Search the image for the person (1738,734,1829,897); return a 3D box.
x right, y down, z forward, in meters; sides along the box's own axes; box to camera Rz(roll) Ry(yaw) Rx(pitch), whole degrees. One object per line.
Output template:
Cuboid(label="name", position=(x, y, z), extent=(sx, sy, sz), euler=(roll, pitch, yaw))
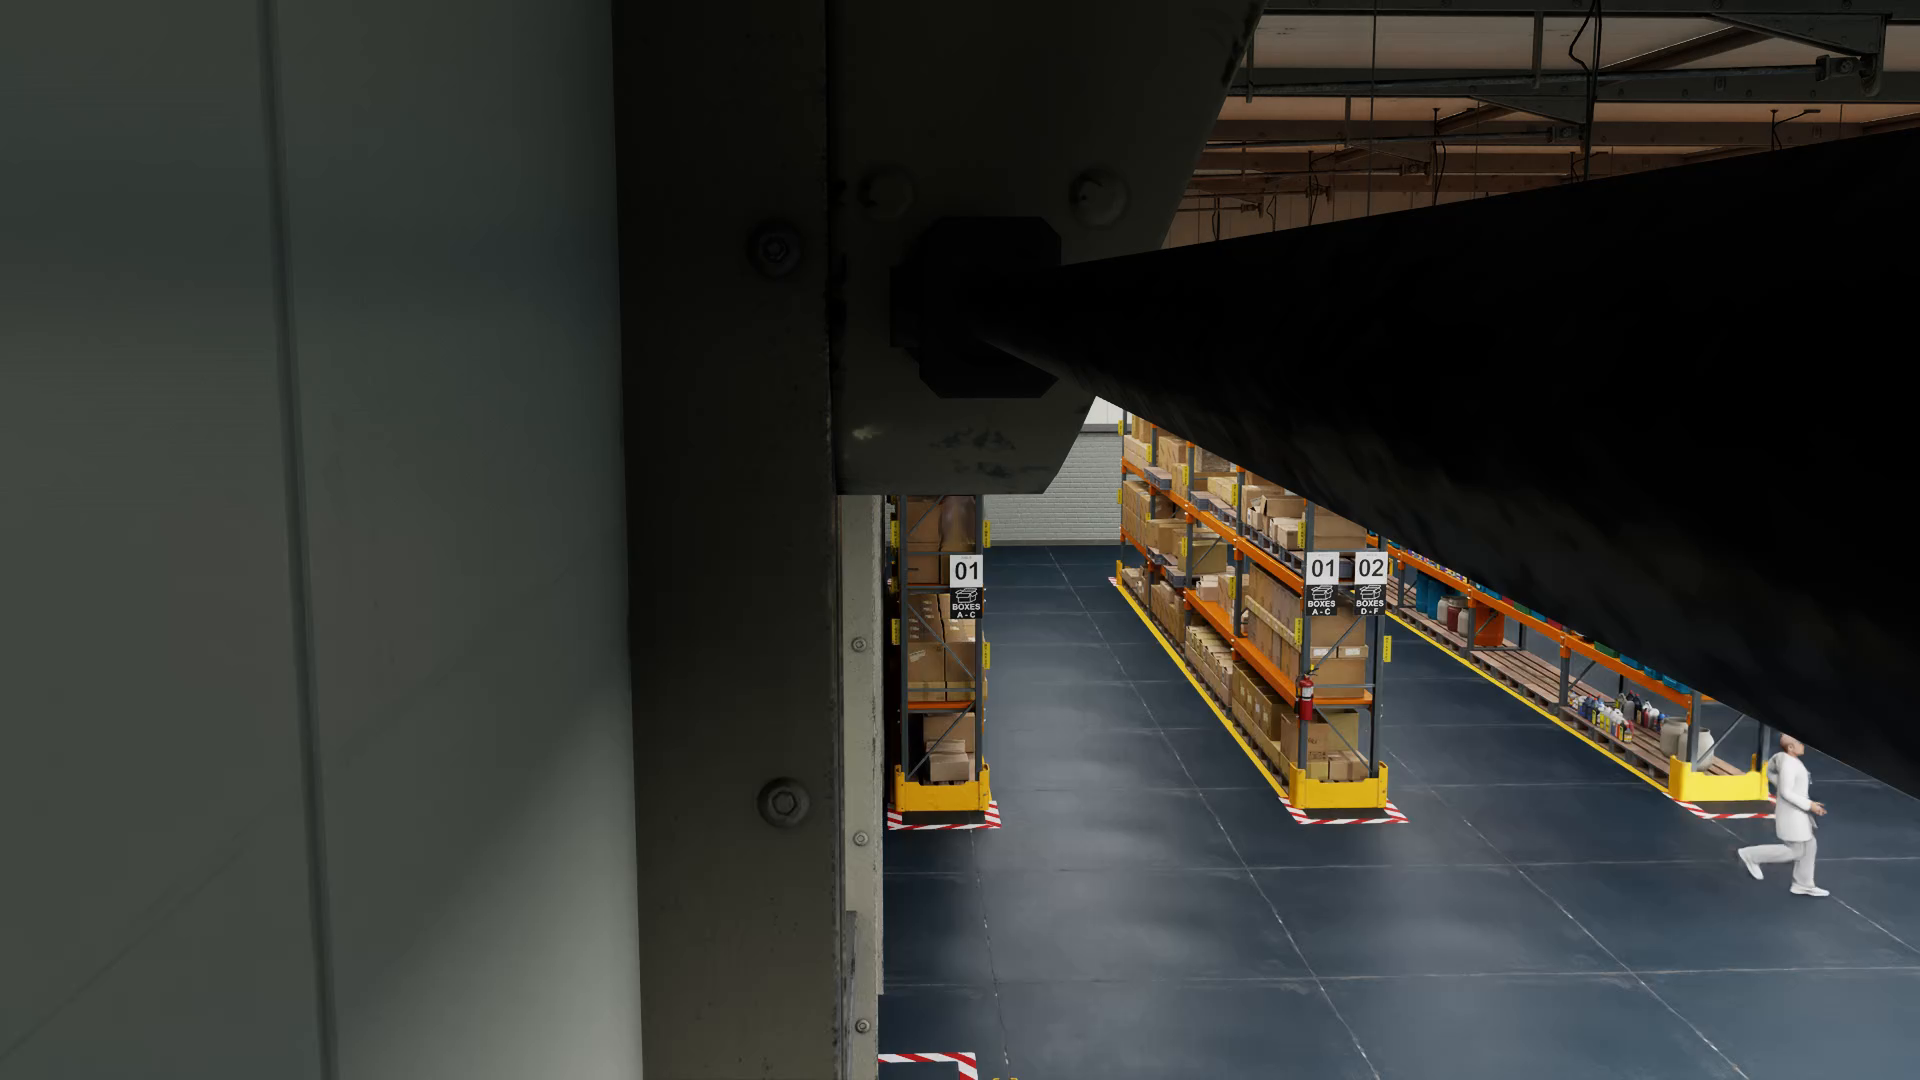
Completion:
Cuboid(label="person", position=(8.810, 2.897, 17.623), extent=(0.833, 1.744, 0.725), euler=(3, 9, 22))
